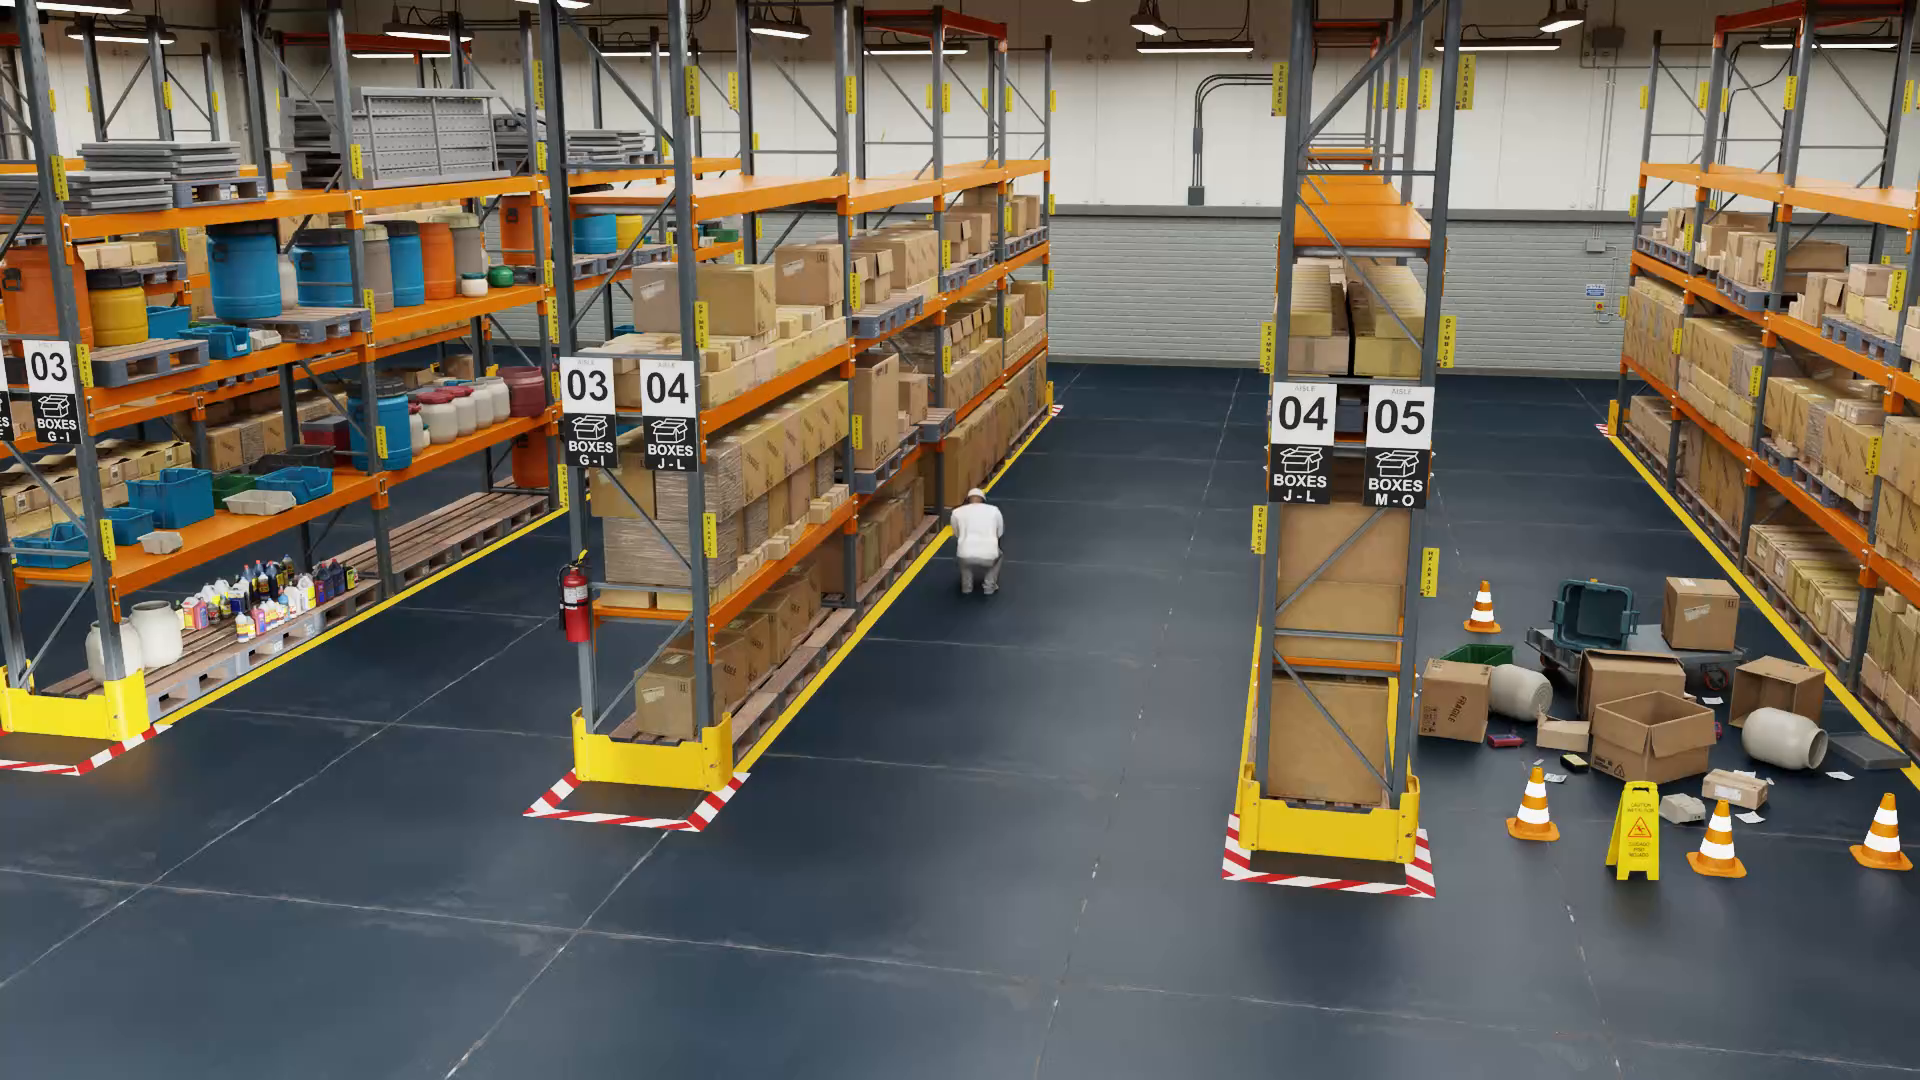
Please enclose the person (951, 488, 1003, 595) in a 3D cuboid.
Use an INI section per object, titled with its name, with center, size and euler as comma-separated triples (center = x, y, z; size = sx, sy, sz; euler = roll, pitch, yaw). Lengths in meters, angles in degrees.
[person]
center = 0.170, 0.010, 17.438
size = 0.550, 1.016, 0.894
euler = 2, 15, 6
